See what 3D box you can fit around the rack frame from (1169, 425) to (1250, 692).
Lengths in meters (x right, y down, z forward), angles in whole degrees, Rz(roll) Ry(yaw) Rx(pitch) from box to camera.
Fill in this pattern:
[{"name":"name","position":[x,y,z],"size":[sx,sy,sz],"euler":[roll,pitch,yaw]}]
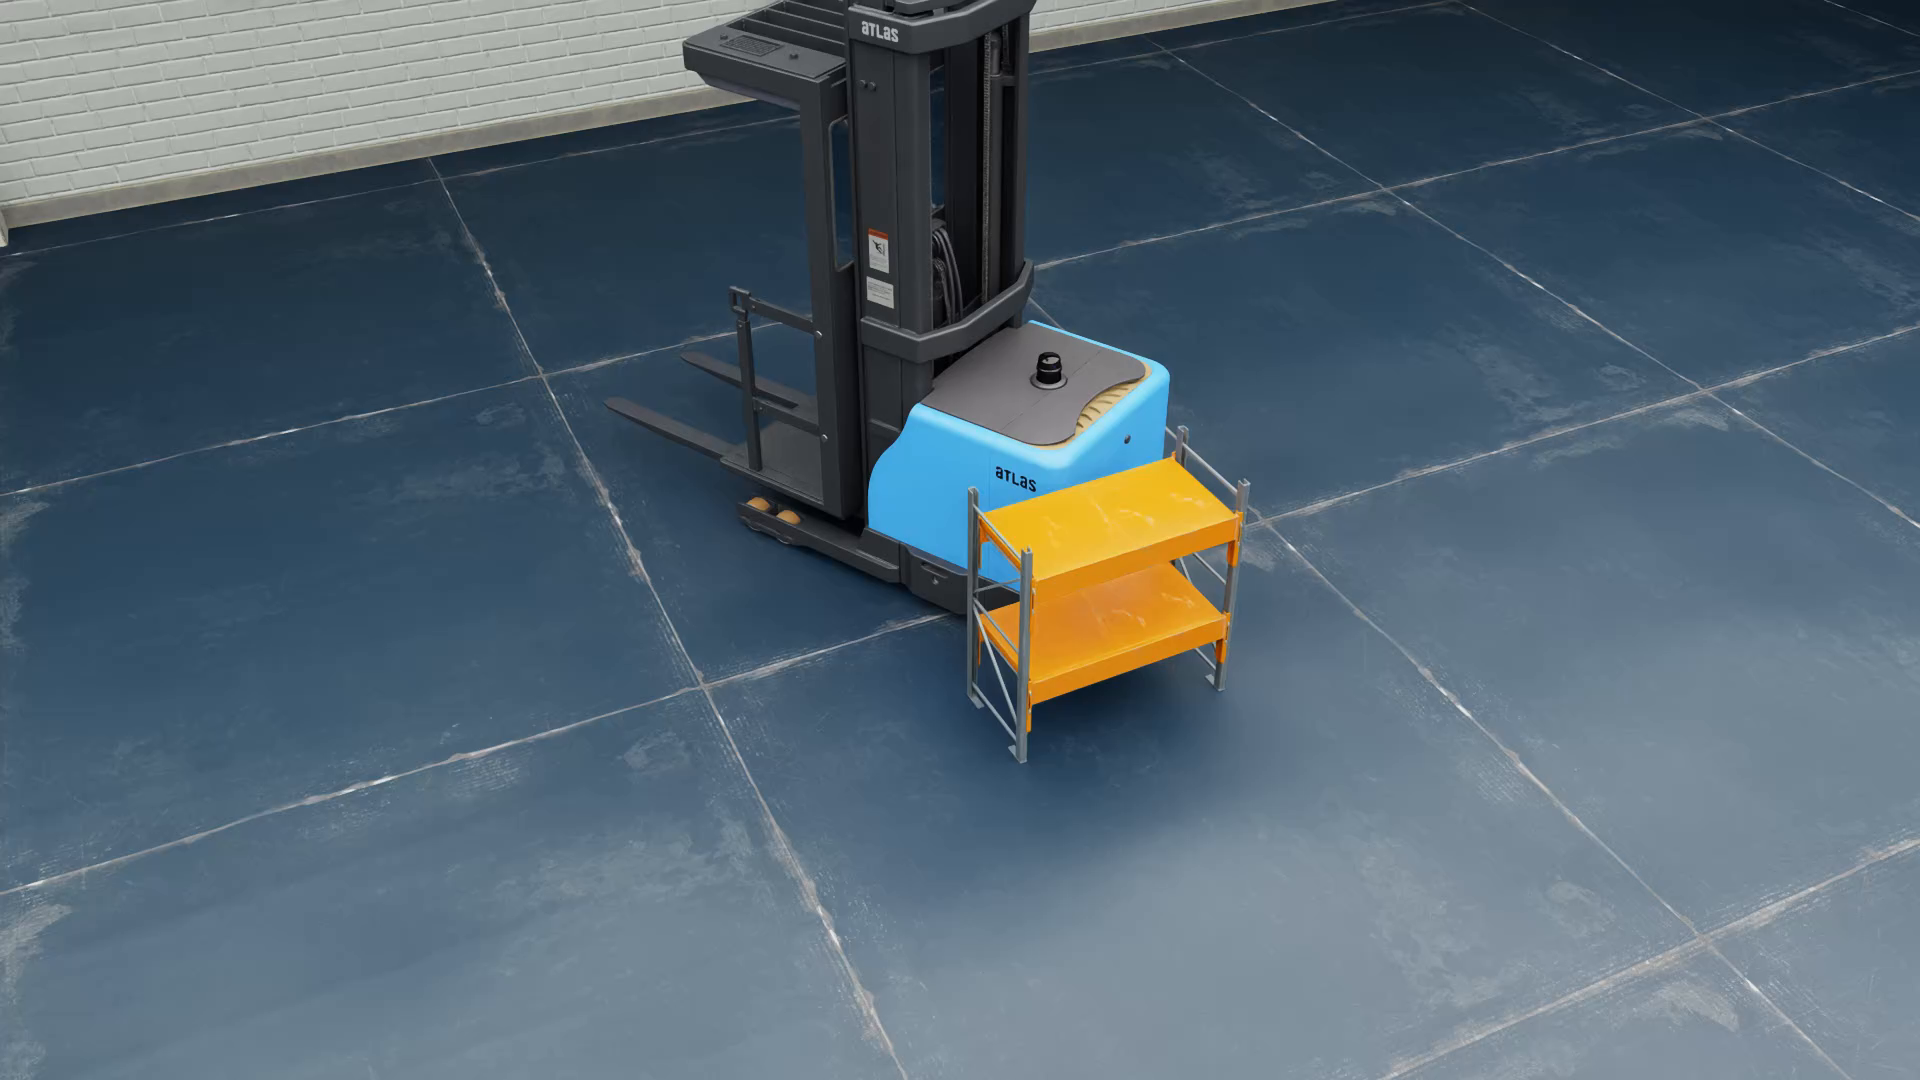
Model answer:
[{"name":"rack frame","position":[1.064,0.093,7.323],"size":[0.032,1.125,0.500],"euler":[-17,40,-21]}]

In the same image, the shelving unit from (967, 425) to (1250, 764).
[{"name":"shelving unit","position":[0.611,0.231,7.138],"size":[1.048,1.125,0.538],"euler":[-17,40,-21]}]

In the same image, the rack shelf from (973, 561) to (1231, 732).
[{"name":"rack shelf","position":[0.611,0.427,7.283],"size":[1.000,0.278,0.538],"euler":[-17,40,-21]}]

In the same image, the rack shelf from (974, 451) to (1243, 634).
[{"name":"rack shelf","position":[0.611,-0.004,6.963],"size":[1.000,0.278,0.538],"euler":[-17,40,-21]}]

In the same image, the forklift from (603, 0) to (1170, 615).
[{"name":"forklift","position":[-0.513,-1.392,7.810],"size":[3.031,2.935,1.130],"euler":[23,42,28]}]

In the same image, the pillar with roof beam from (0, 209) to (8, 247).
[{"name":"pillar with roof beam","position":[-4.729,-3.279,5.260],"size":[0.400,9.000,9.100],"euler":[-16,39,-20]}]

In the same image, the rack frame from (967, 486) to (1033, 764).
[{"name":"rack frame","position":[0.158,0.368,6.952],"size":[0.032,1.125,0.500],"euler":[-17,40,-21]}]
